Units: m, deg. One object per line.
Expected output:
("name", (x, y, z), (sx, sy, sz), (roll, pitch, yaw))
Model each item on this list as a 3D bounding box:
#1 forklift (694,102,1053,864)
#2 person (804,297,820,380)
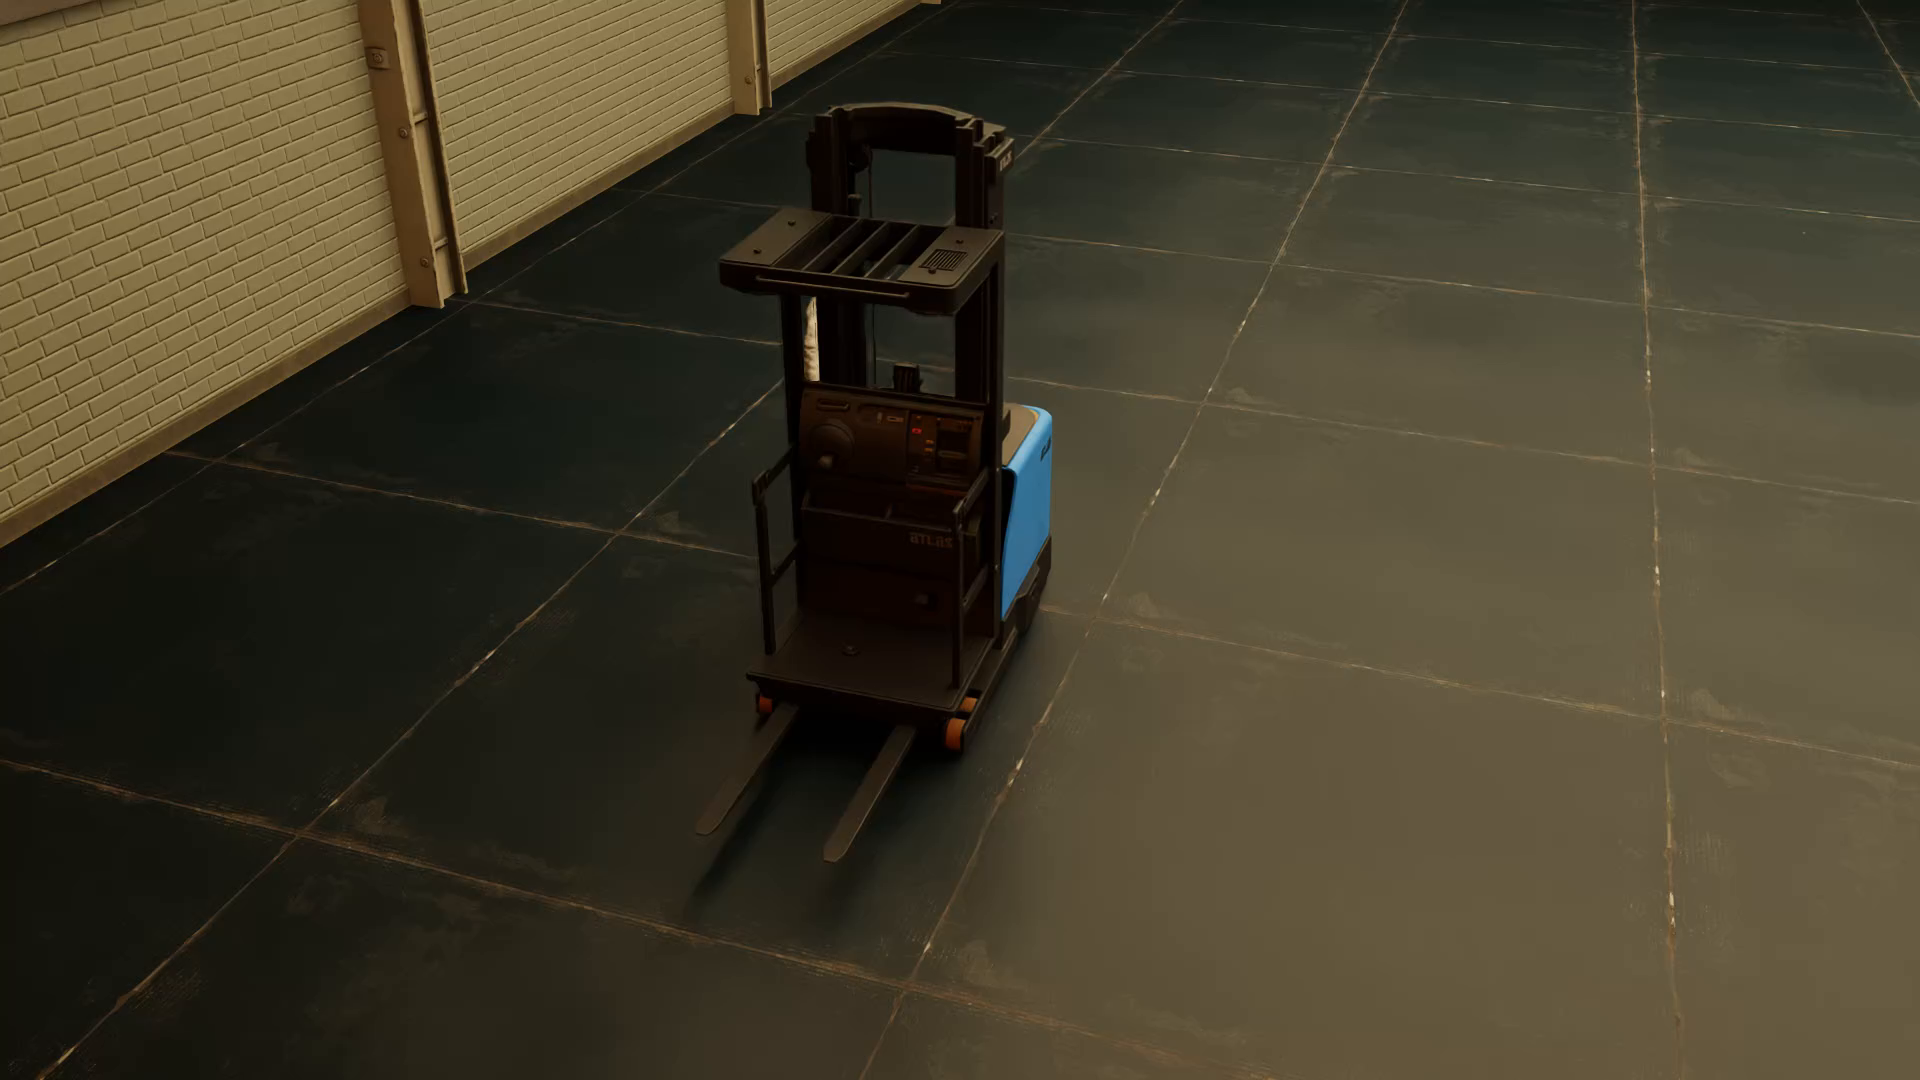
("forklift", (-0.403, -0.446, 7.920), (1.130, 2.935, 3.031), (9, 31, 15))
("person", (-0.788, -0.970, 10.150), (0.365, 1.641, 0.753), (1, 30, 2))
